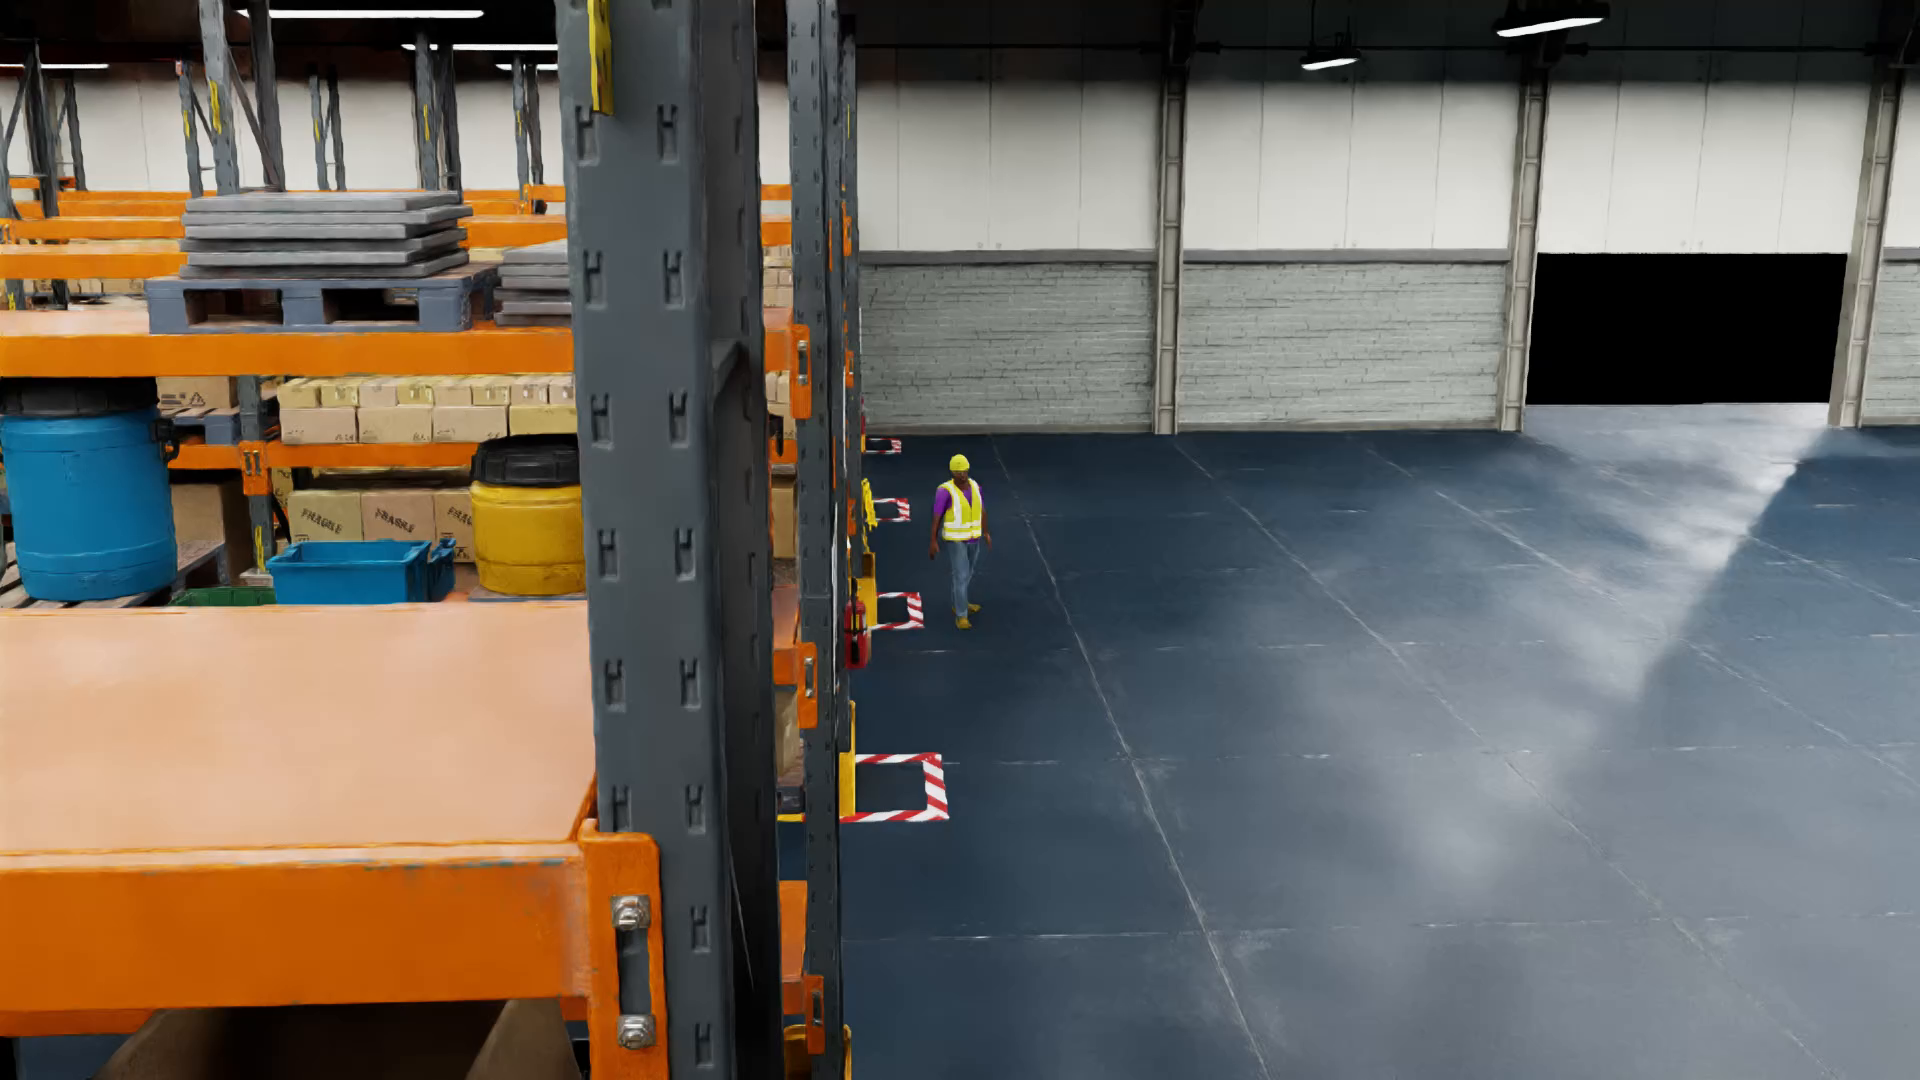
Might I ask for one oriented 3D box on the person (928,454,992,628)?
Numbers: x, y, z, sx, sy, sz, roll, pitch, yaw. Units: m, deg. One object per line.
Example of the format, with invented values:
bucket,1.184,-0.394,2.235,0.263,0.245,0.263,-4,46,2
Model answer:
person,0.026,-0.016,17.019,0.743,1.759,0.602,-12,18,-41
